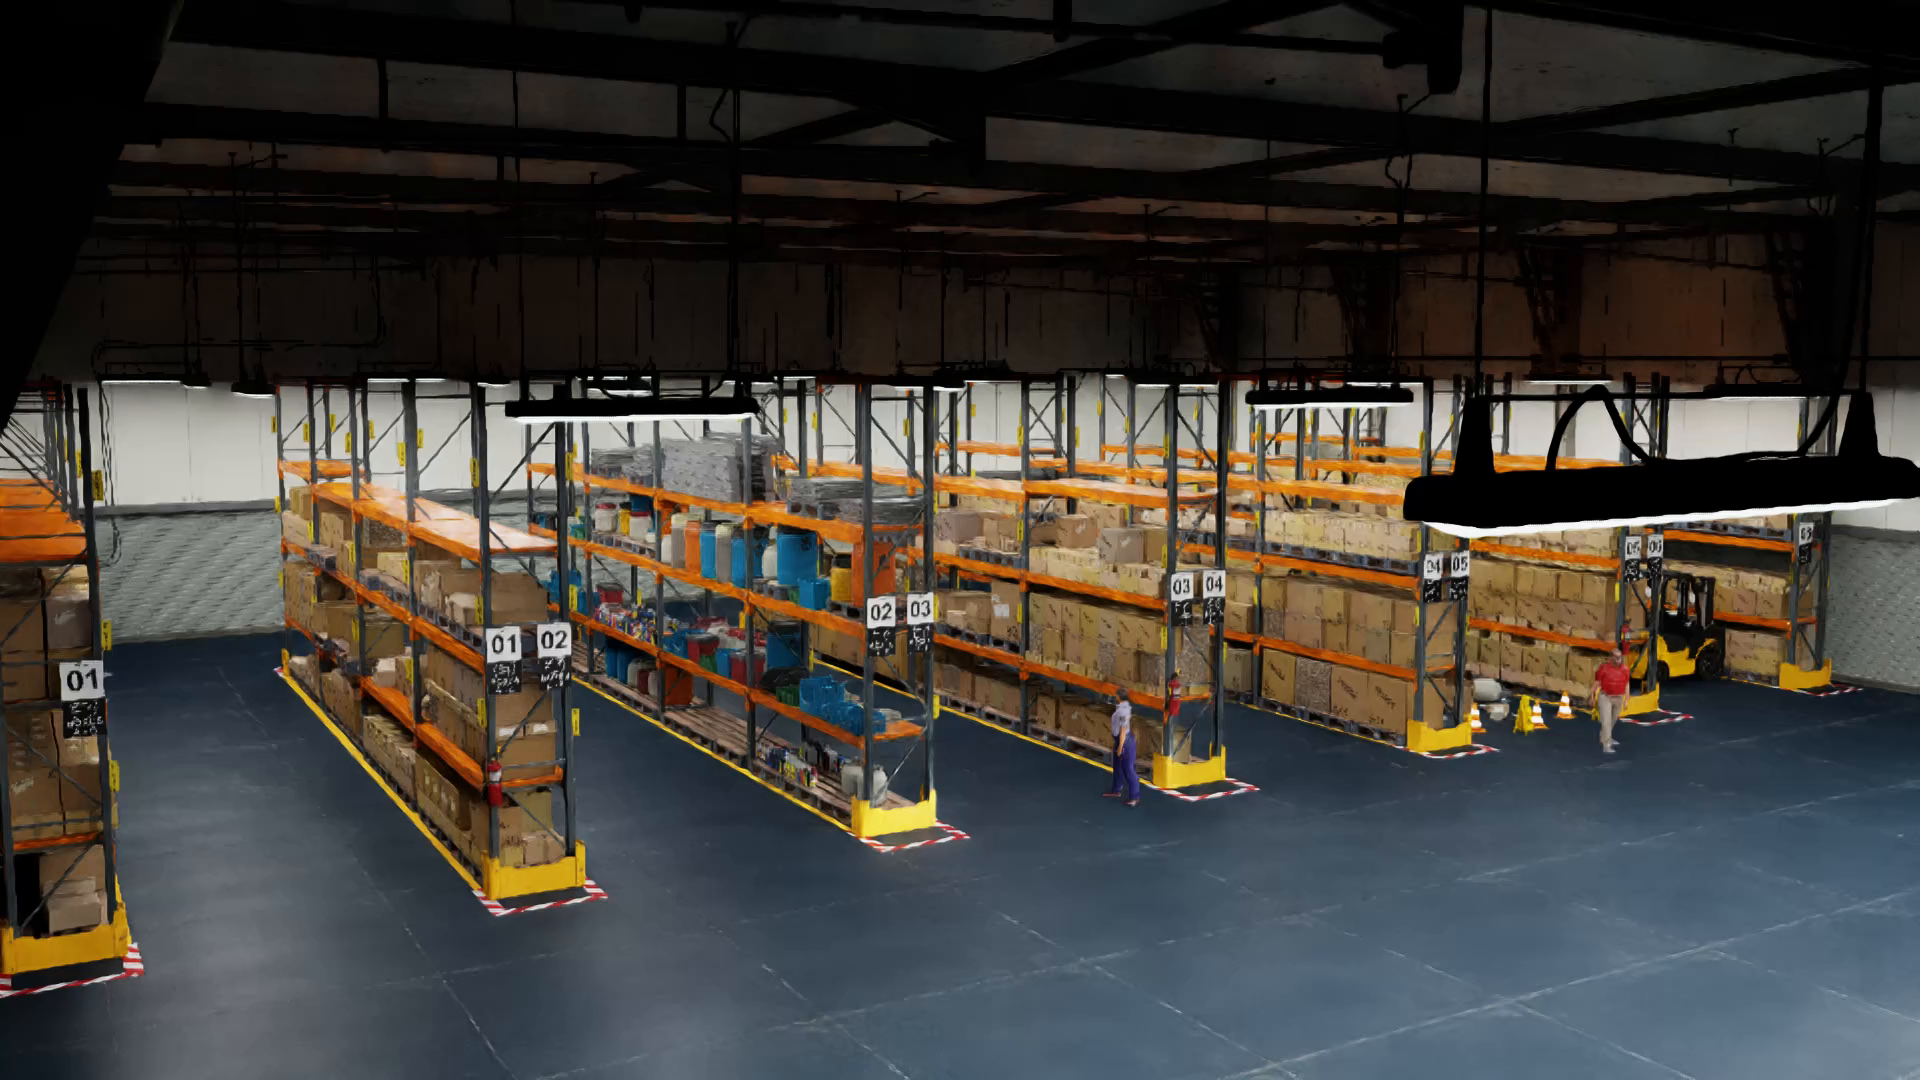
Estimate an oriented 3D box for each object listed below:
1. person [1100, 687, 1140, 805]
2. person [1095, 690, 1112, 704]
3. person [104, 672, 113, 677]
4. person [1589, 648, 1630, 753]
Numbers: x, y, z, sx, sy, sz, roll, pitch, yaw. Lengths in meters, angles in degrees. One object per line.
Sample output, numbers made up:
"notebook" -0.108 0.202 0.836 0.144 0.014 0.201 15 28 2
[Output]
"person" 2.295 2.911 23.729 0.554 1.643 0.598 0 6 2
"person" 2.588 2.185 29.879 0.606 1.762 0.457 4 7 33
"person" -17.122 1.867 32.610 0.541 1.779 0.731 1 6 7
"person" 10.518 2.565 26.821 0.586 1.677 0.967 -1 6 -6
